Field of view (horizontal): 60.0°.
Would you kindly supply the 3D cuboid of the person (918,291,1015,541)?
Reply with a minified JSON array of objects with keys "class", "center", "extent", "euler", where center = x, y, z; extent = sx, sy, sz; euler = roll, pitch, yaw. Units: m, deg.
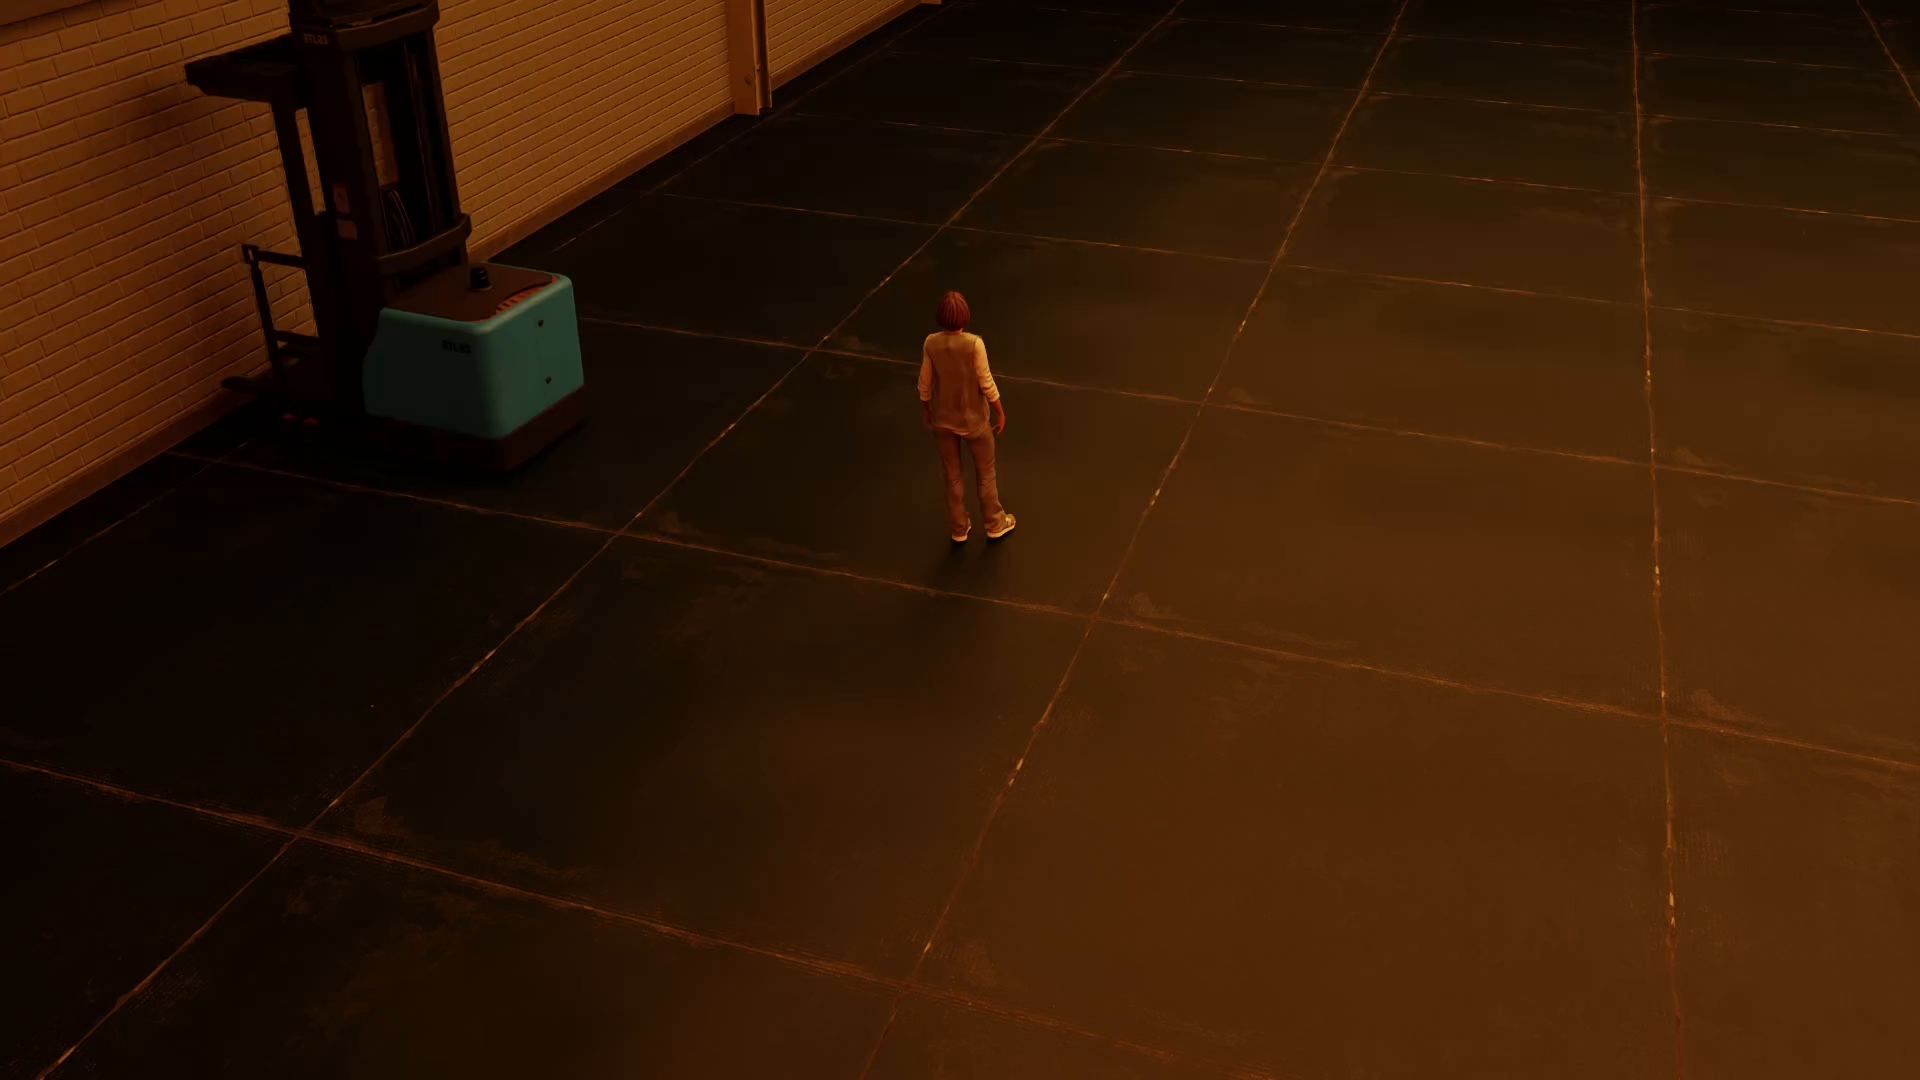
[{"class":"person","center":[0.038,-0.733,9.754],"extent":[0.520,1.599,0.473],"euler":[10,31,16]}]

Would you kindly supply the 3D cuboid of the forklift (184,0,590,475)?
[{"class":"forklift","center":[-4.117,-2.156,10.919],"extent":[3.031,2.935,1.130],"euler":[12,32,20]}]
